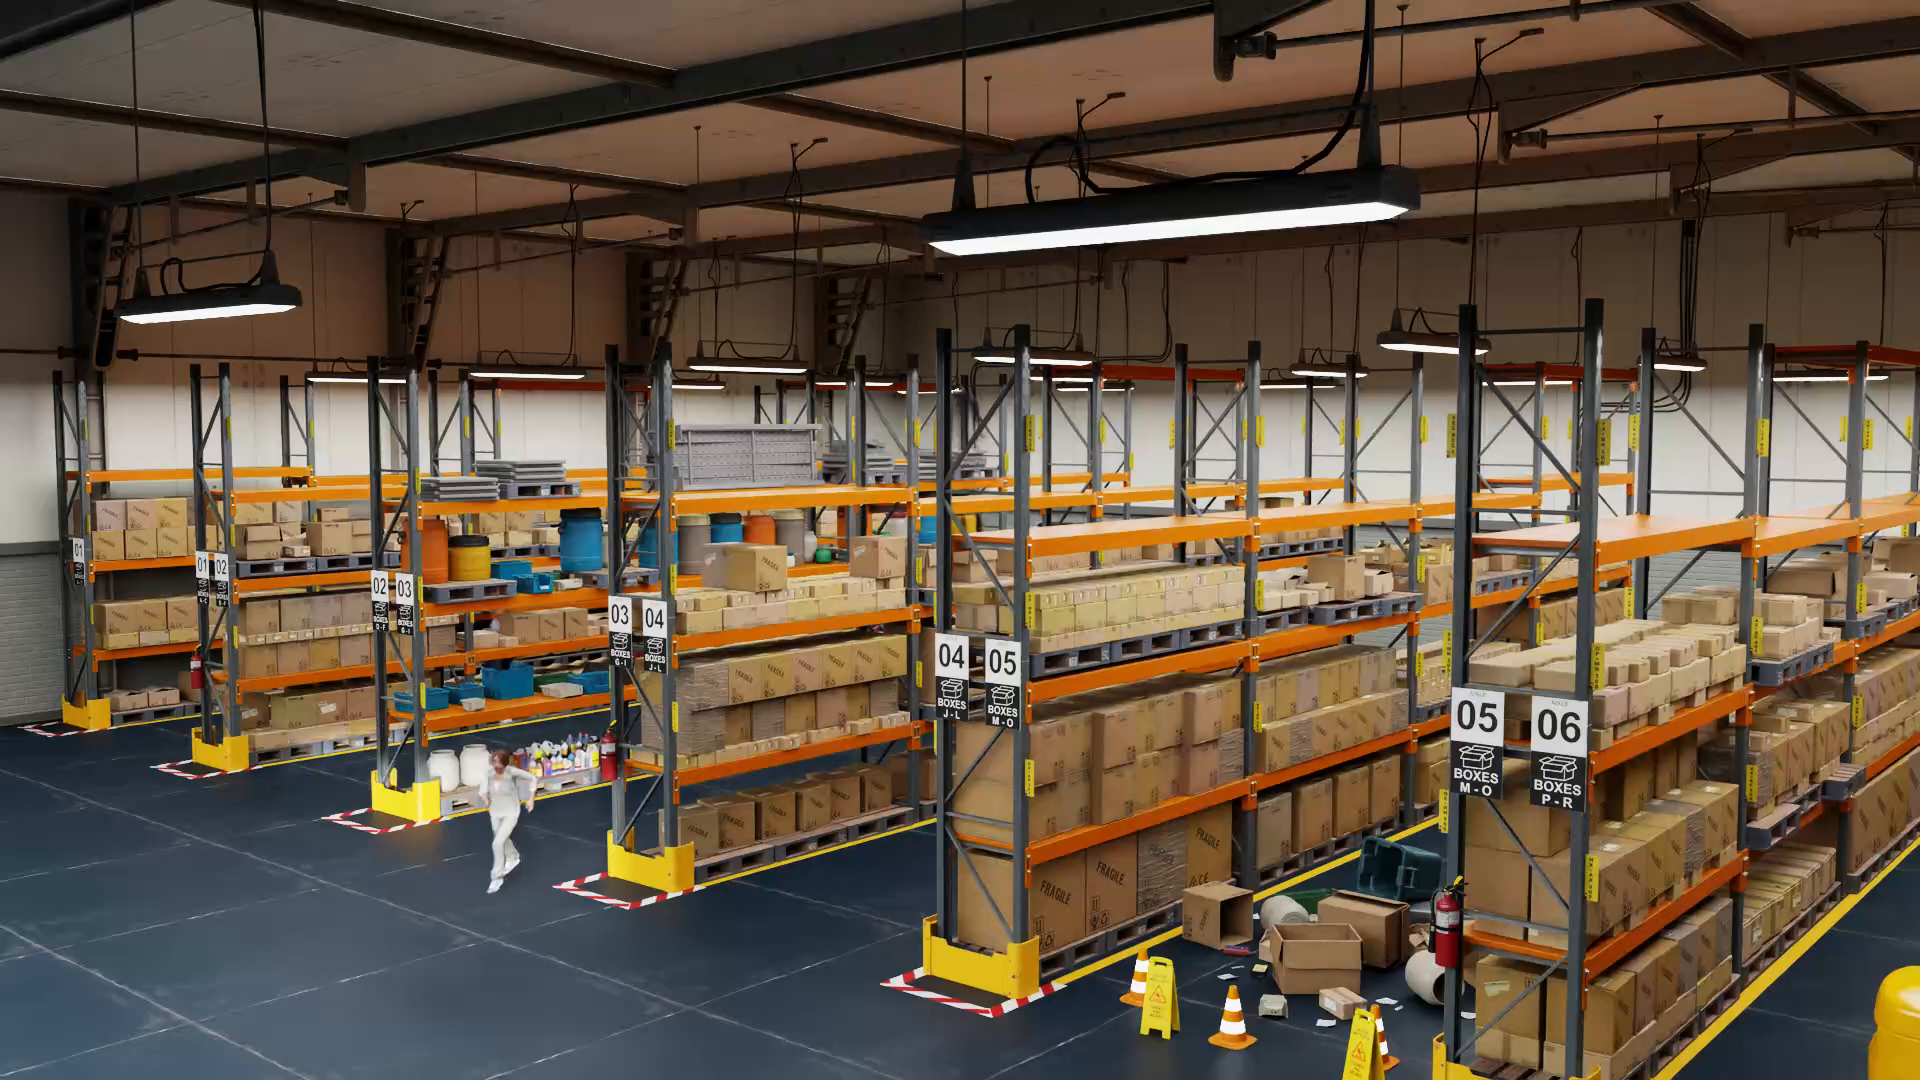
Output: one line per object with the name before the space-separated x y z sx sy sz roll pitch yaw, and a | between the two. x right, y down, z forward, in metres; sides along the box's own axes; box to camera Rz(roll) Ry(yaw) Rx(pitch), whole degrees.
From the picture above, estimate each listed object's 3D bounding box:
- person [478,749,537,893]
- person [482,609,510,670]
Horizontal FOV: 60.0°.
person | -4.993 3.086 18.455 0.603 1.598 0.803 1 4 13
person | -8.792 2.083 31.728 0.607 1.685 0.713 2 4 22
